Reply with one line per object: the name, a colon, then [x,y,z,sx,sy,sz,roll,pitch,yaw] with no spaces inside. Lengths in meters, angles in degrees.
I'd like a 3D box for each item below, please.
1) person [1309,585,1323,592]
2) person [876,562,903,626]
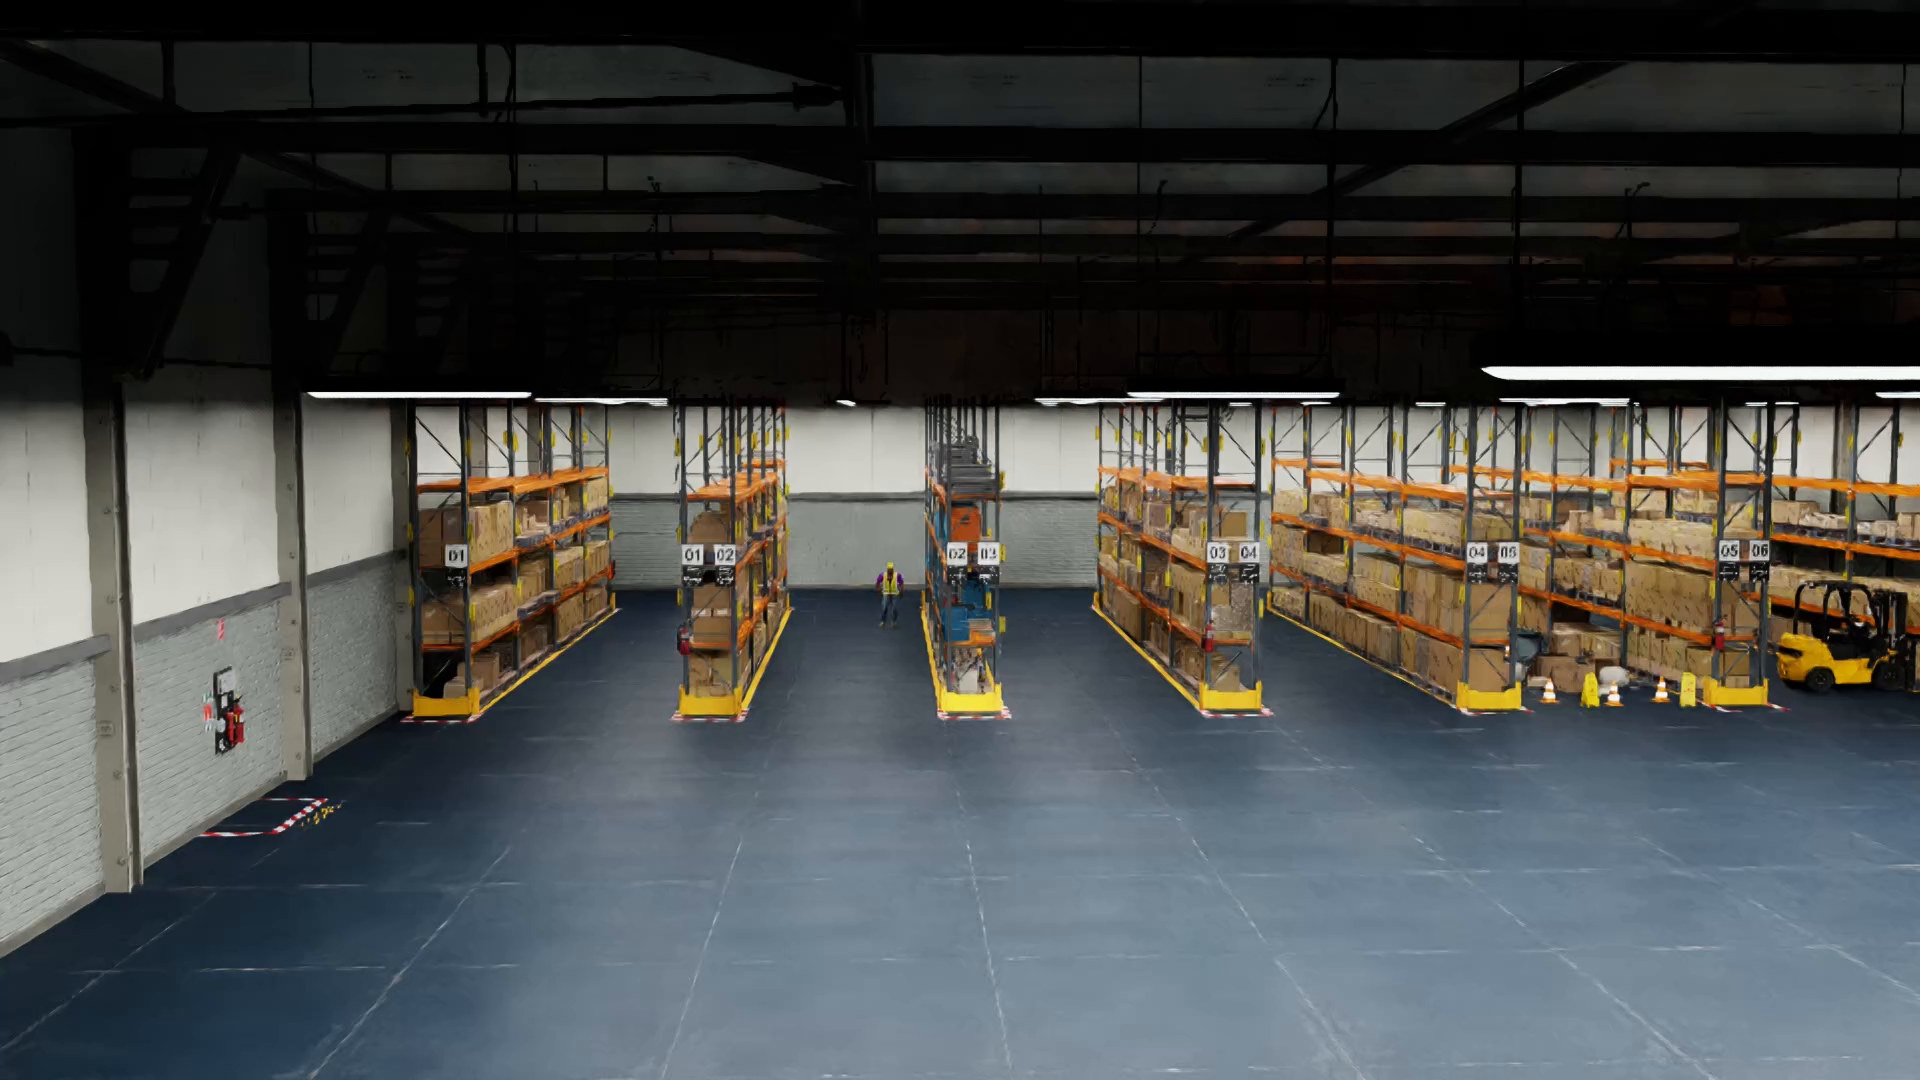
person: [10.734,0.939,50.255,0.698,1.641,0.484,-3,5,-31]
person: [-1.846,1.425,43.690,0.719,1.713,0.578,0,5,-4]
